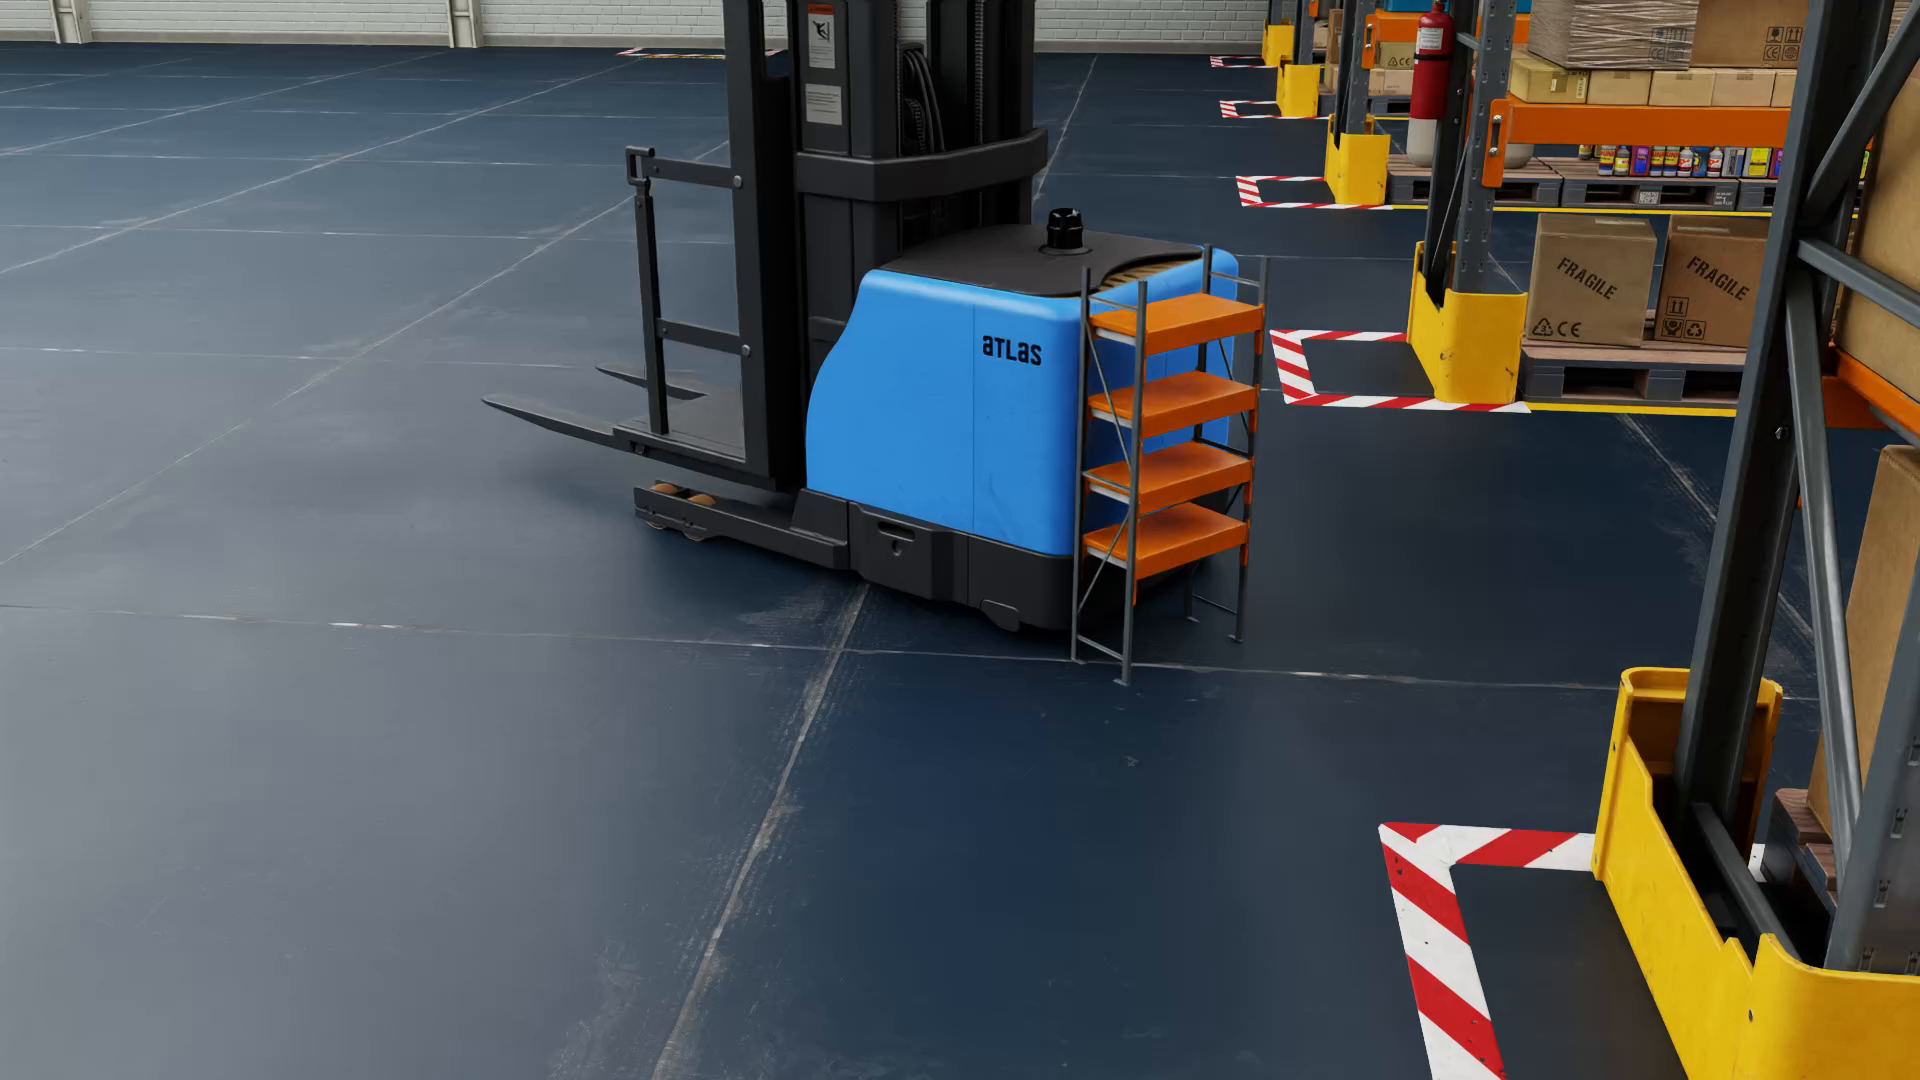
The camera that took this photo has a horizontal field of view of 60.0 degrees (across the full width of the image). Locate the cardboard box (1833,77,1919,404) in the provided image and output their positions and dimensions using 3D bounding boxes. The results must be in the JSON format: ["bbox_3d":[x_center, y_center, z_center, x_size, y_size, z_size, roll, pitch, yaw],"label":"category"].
[{"bbox_3d":[2.014,-0.487,2.889,0.550,0.550,0.875,2,22,6],"label":"cardboard box"}]

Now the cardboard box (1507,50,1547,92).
[{"bbox_3d":[2.631,-2.170,7.690,0.250,0.149,0.380,2,22,6],"label":"cardboard box"}]

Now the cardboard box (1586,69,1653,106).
[{"bbox_3d":[2.825,-1.990,7.234,0.250,0.149,0.380,2,22,6],"label":"cardboard box"}]

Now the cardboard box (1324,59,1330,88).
[{"bbox_3d":[4.061,-4.842,17.275,0.500,0.250,0.500,2,22,6],"label":"cardboard box"}]

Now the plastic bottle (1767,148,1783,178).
[{"bbox_3d":[5.848,-2.723,11.844,0.133,0.283,0.061,4,22,10],"label":"plastic bottle"}]

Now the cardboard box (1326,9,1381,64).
[{"bbox_3d":[4.061,-5.191,17.139,0.500,0.500,0.500,2,22,6],"label":"cardboard box"}]

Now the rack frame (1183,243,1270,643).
[{"bbox_3d":[0.795,-0.276,5.005,0.015,1.200,0.240,-17,27,-36],"label":"rack frame"}]

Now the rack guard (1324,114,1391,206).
[{"bbox_3d":[2.988,-2.883,12.553,0.348,0.500,1.175,2,22,6],"label":"rack guard"}]

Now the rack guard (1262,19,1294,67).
[{"bbox_3d":[4.148,-6.483,21.659,0.348,0.500,1.175,2,22,6],"label":"rack guard"}]

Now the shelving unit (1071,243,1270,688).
[{"bbox_3d":[0.606,-0.219,4.861,0.503,1.200,0.258,-17,27,-36],"label":"shelving unit"}]

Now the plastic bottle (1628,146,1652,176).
[{"bbox_3d":[4.893,-2.765,11.949,0.133,0.283,0.061,3,22,7],"label":"plastic bottle"}]

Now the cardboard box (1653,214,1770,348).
[{"bbox_3d":[3.540,-1.210,7.749,0.500,0.500,0.500,8,23,20],"label":"cardboard box"}]

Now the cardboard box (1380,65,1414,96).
[{"bbox_3d":[4.497,-4.632,16.745,0.500,0.250,0.500,2,22,6],"label":"cardboard box"}]

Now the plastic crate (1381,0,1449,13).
[{"bbox_3d":[3.439,-4.050,12.307,0.616,0.251,0.499,2,22,6],"label":"plastic crate"}]

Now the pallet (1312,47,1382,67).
[{"bbox_3d":[4.951,-6.301,21.590,1.213,0.211,1.003,2,22,6],"label":"pallet"}]

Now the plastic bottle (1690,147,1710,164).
[{"bbox_3d":[5.524,-2.955,12.440,0.135,0.276,0.152,2,22,6],"label":"plastic bottle"}]

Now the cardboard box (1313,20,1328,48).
[{"bbox_3d":[4.749,-6.540,21.462,0.500,0.311,0.500,0,22,0],"label":"cardboard box"}]

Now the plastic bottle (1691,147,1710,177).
[{"bbox_3d":[5.312,-2.748,11.922,0.097,0.271,0.097,0,22,0],"label":"plastic bottle"}]

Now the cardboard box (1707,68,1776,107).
[{"bbox_3d":[3.322,-1.970,7.185,0.250,0.149,0.380,2,22,6],"label":"cardboard box"}]

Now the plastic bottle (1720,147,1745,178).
[{"bbox_3d":[5.534,-2.750,11.923,0.135,0.276,0.152,3,22,7],"label":"plastic bottle"}]

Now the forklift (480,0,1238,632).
[{"bbox_3d":[-0.559,-1.496,5.737,3.031,2.935,1.130,16,26,34],"label":"forklift"}]

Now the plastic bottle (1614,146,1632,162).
[{"bbox_3d":[5.017,-2.994,12.530,0.133,0.283,0.061,2,22,6],"label":"plastic bottle"}]

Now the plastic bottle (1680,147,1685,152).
[{"bbox_3d":[5.517,-3.045,12.566,0.185,0.351,0.144,2,22,6],"label":"plastic bottle"}]

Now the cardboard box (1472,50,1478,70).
[{"bbox_3d":[4.995,-4.963,16.563,0.500,0.500,0.500,2,22,6],"label":"cardboard box"}]

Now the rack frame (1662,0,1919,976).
[{"bbox_3d":[1.640,-0.417,2.915,0.127,3.000,1.000,2,22,6],"label":"rack frame"}]

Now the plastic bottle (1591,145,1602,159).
[{"bbox_3d":[4.901,-3.056,12.685,0.133,0.283,0.061,3,22,8],"label":"plastic bottle"}]

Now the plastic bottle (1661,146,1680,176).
[{"bbox_3d":[5.110,-2.756,11.945,0.097,0.271,0.097,0,22,0],"label":"plastic bottle"}]

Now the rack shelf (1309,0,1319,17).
[{"bbox_3d":[5.480,-5.419,16.546,4.000,0.370,1.077,2,22,6],"label":"rack shelf"}]

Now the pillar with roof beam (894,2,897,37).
[{"bbox_3d":[-1.595,-9.412,17.508,0.400,9.000,9.100,2,22,6],"label":"pillar with roof beam"}]

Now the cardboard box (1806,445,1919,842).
[{"bbox_3d":[2.321,0.381,3.215,0.875,0.875,0.875,3,22,7],"label":"cardboard box"}]

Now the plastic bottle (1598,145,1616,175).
[{"bbox_3d":[4.671,-2.776,11.993,0.097,0.271,0.097,0,22,0],"label":"plastic bottle"}]

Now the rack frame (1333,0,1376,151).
[{"bbox_3d":[2.907,-4.032,12.058,0.127,3.000,1.000,2,22,6],"label":"rack frame"}]

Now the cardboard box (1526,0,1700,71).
[{"bbox_3d":[2.867,-2.375,7.326,0.500,0.500,0.875,2,22,6],"label":"cardboard box"}]

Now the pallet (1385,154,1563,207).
[{"bbox_3d":[3.794,-2.712,12.512,1.213,0.211,1.003,2,22,6],"label":"pallet"}]

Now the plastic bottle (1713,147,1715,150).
[{"bbox_3d":[5.780,-3.017,12.588,0.133,0.283,0.061,3,22,9],"label":"plastic bottle"}]

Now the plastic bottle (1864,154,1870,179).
[{"bbox_3d":[6.482,-2.664,11.806,0.097,0.201,0.097,0,22,0],"label":"plastic bottle"}]

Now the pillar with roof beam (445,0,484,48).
[{"bbox_3d":[-7.553,-9.672,18.165,0.400,9.000,9.100,2,22,6],"label":"pillar with roof beam"}]

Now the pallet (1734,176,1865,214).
[{"bbox_3d":[6.217,-2.606,12.245,1.213,0.211,1.003,2,22,6],"label":"pallet"}]

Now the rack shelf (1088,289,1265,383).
[{"bbox_3d":[0.606,-0.584,4.716,0.480,0.148,0.258,-17,27,-36],"label":"rack shelf"}]

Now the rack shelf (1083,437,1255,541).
[{"bbox_3d":[0.606,-0.157,4.886,0.480,0.148,0.258,-17,27,-36],"label":"rack shelf"}]

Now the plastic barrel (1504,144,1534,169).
[{"bbox_3d":[4.067,-3.048,12.382,0.421,0.512,0.421,0,22,0],"label":"plastic barrel"}]

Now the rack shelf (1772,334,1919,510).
[{"bbox_3d":[3.626,0.004,2.828,4.000,0.370,1.077,2,22,6],"label":"rack shelf"}]

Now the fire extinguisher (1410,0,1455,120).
[{"bbox_3d":[2.265,-2.361,7.937,0.183,0.674,0.296,2,22,6],"label":"fire extinguisher"}]

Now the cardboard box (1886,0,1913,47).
[{"bbox_3d":[3.869,-2.359,7.287,0.500,0.500,0.875,2,22,6],"label":"cardboard box"}]

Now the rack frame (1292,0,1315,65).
[{"bbox_3d":[3.494,-5.840,16.632,0.127,3.000,1.000,2,22,6],"label":"rack frame"}]
